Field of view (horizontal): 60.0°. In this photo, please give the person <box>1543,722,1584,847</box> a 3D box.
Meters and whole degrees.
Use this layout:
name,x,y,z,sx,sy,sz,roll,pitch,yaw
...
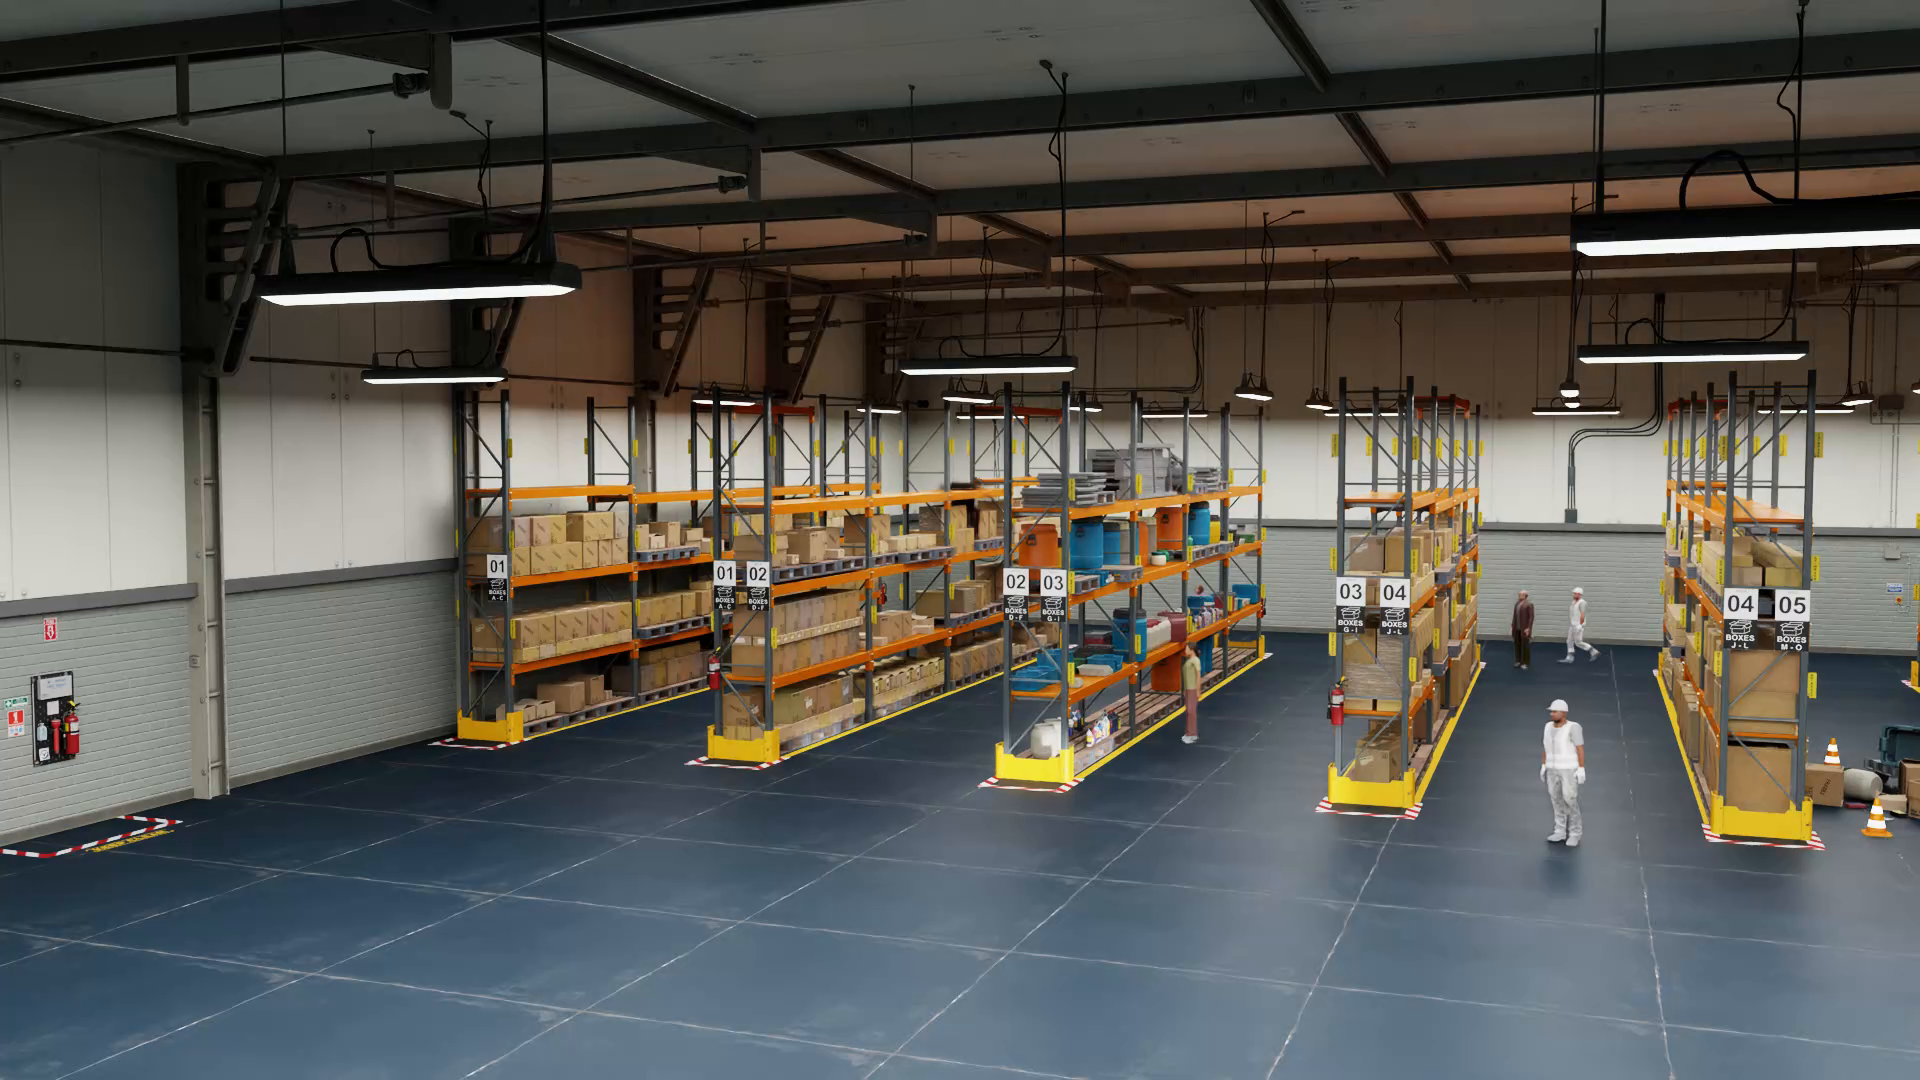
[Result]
name,x,y,z,sx,sy,sz,roll,pitch,yaw
person,7.644,3.095,21.192,0.374,1.544,0.614,-2,4,-31

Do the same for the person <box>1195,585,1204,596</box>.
name,x,y,z,sx,sy,sz,roll,pitch,yaw
person,6.048,1.862,41.886,0.437,1.500,0.712,1,3,24

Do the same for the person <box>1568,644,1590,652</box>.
name,x,y,z,sx,sy,sz,roll,pitch,yaw
person,14.334,2.497,38.523,0.441,0.250,0.359,0,3,7
